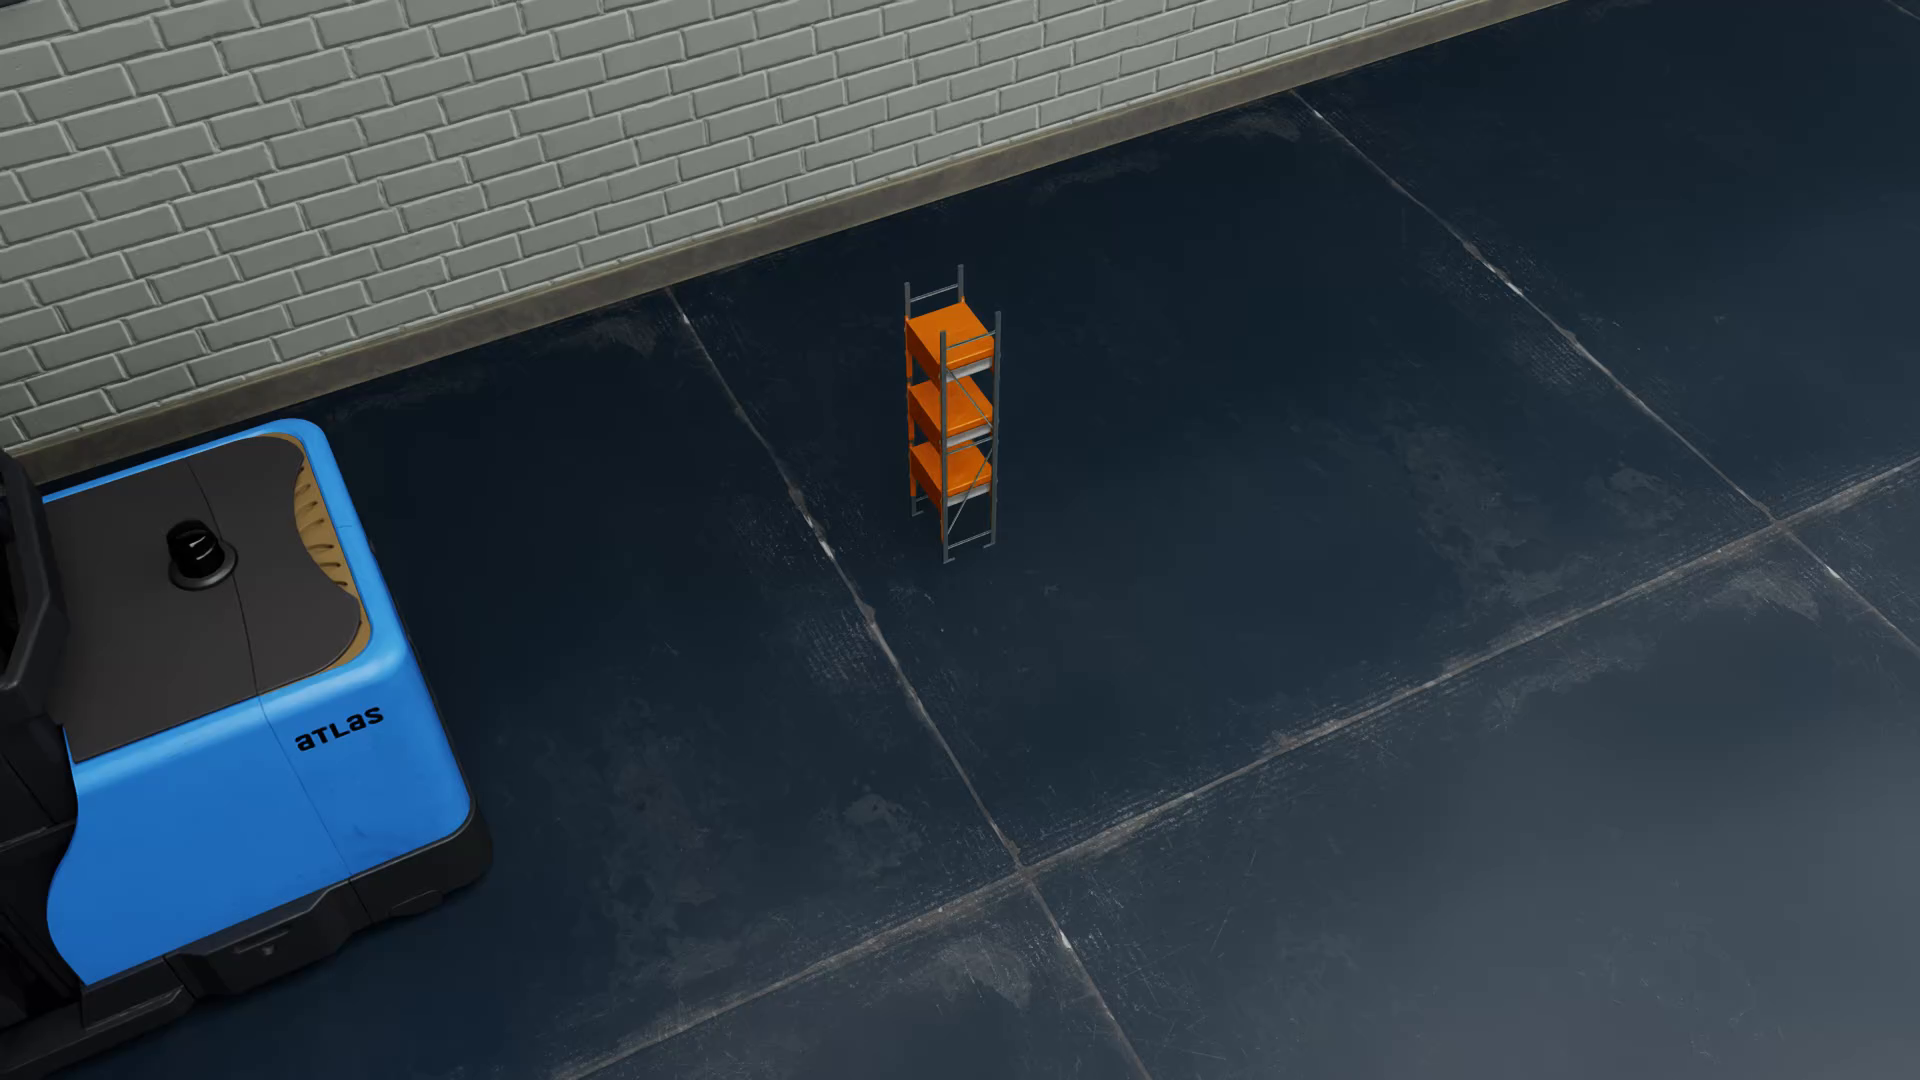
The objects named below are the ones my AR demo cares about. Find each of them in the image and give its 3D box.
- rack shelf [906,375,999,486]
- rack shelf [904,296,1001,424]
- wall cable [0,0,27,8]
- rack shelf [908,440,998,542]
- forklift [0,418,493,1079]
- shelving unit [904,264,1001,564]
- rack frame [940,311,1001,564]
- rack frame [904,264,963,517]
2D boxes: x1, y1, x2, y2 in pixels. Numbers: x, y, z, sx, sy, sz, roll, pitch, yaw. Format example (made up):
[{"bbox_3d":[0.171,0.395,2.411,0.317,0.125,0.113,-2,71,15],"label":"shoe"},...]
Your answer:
[{"bbox_3d":[-0.024,-0.374,5.394,0.215,0.259,0.240,-21,52,-18],"label":"rack shelf"},{"bbox_3d":[-0.024,-0.561,5.181,0.215,0.259,0.240,-21,52,-18],"label":"rack shelf"},{"bbox_3d":[-3.801,-1.921,3.515,3.097,2.526,0.112,-21,52,-18],"label":"wall cable"},{"bbox_3d":[-0.024,-0.191,5.603,0.215,0.259,0.240,-21,52,-18],"label":"rack shelf"},{"bbox_3d":[-2.910,0.219,3.611,3.031,2.935,1.130,-22,52,-18],"label":"forklift"},{"bbox_3d":[-0.024,-0.381,5.386,0.215,1.050,0.252,-21,52,-18],"label":"shelving unit"},{"bbox_3d":[0.031,-0.300,5.315,0.200,1.050,0.008,-21,52,-18],"label":"rack frame"},{"bbox_3d":[-0.080,-0.463,5.458,0.200,1.050,0.008,-21,52,-18],"label":"rack frame"}]
